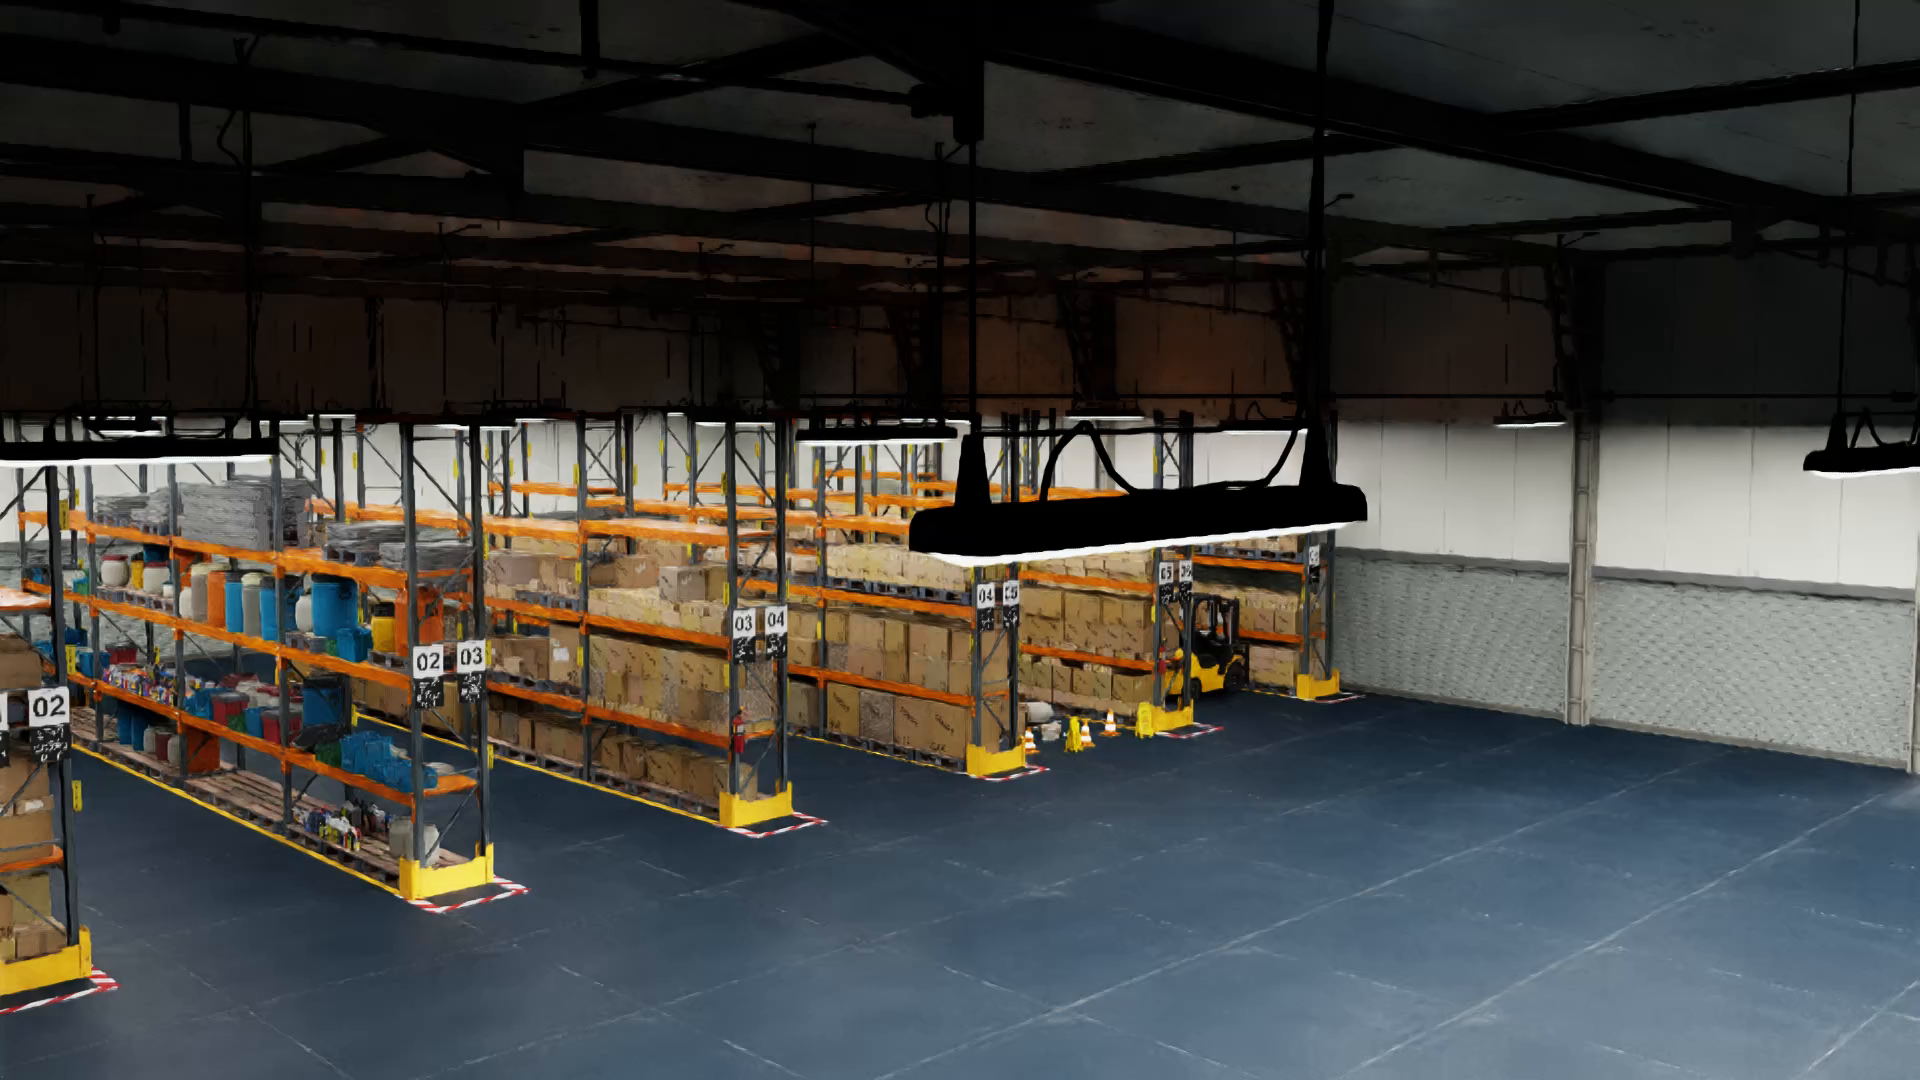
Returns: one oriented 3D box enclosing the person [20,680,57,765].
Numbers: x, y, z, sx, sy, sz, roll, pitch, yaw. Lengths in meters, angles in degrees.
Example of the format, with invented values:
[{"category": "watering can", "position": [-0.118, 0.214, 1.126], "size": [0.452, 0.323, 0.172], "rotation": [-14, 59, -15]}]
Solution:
[{"category": "person", "position": [-15.902, 2.988, 28.512], "size": [0.553, 1.709, 1.123], "rotation": [-5, 7, -42]}]
